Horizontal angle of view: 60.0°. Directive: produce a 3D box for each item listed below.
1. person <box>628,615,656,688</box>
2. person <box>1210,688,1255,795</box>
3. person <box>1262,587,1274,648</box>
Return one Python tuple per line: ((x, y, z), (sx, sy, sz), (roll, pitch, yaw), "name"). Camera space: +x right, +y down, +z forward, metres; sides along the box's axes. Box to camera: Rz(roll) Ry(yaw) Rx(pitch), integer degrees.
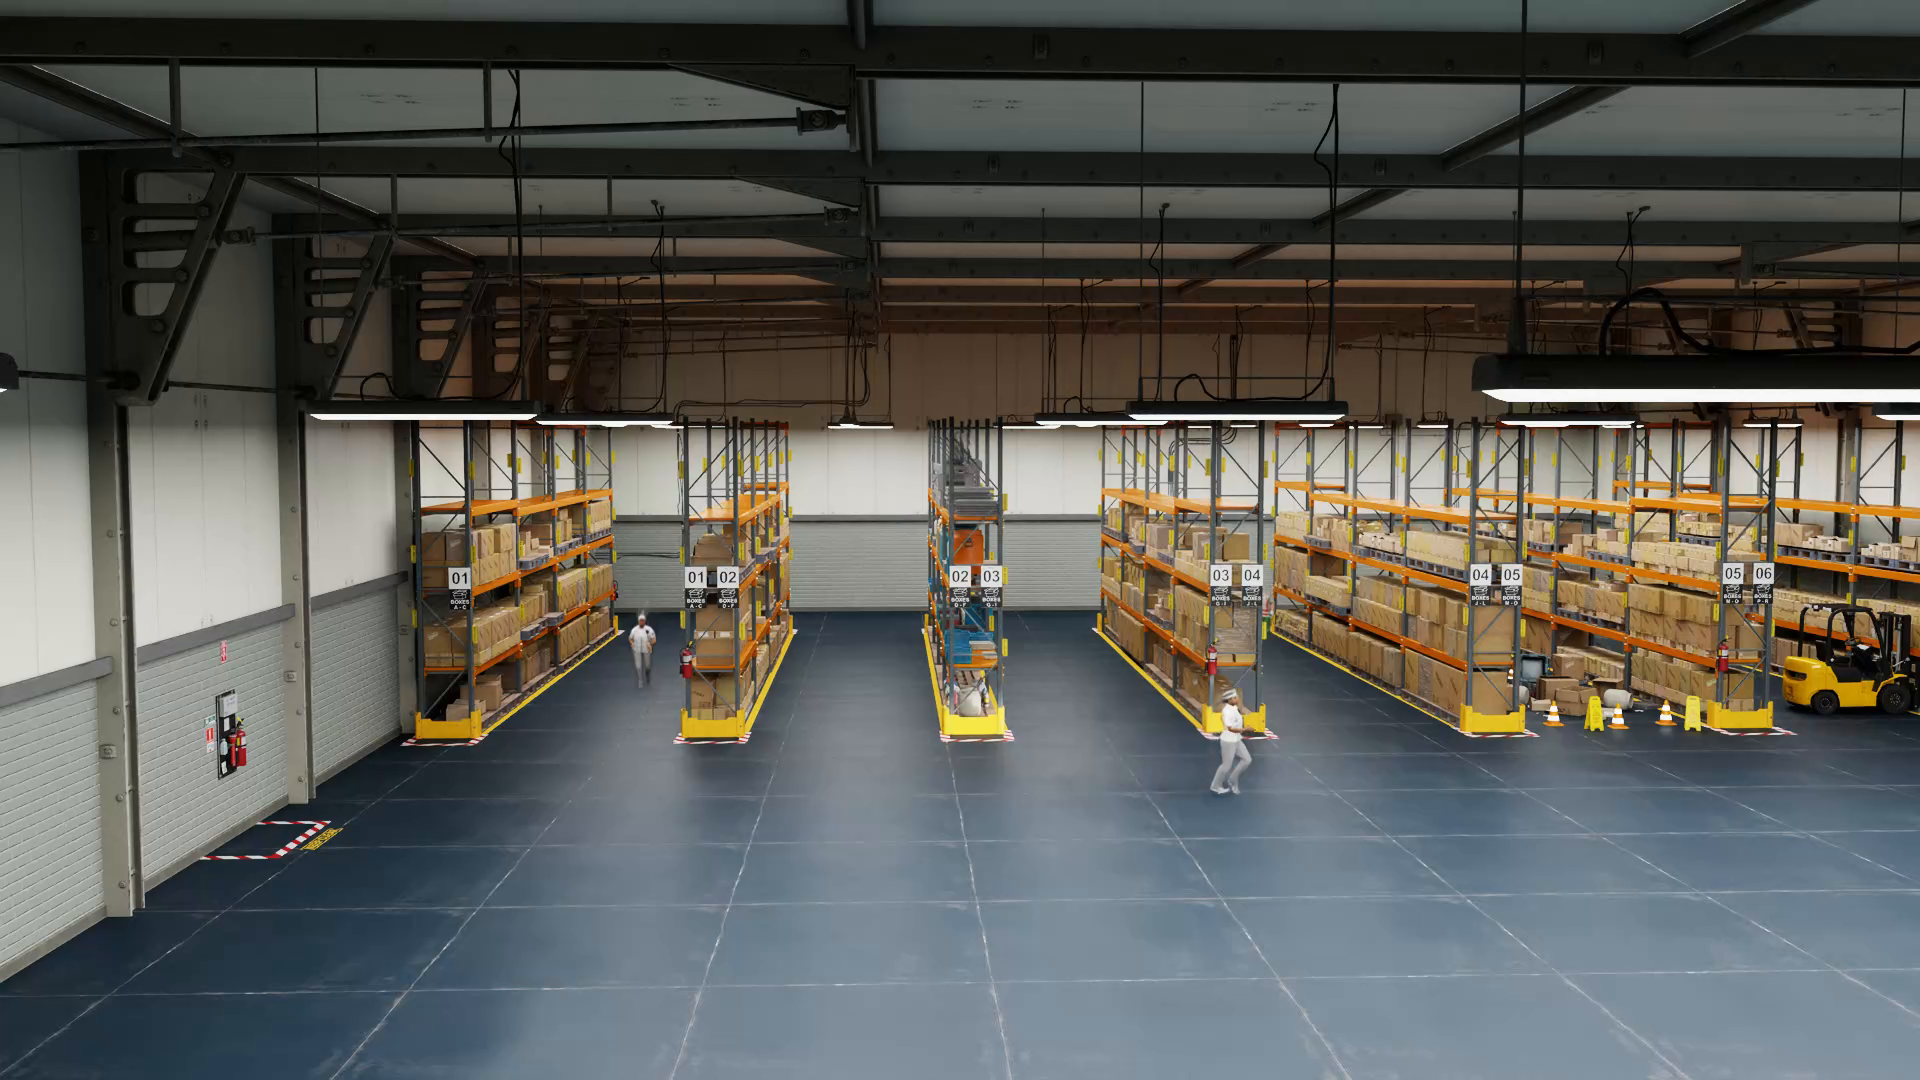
((-7.111, 2.489, 37.170), (0.605, 1.615, 0.578), (-1, 4, -8), "person")
((4.290, 3.176, 26.128), (0.688, 1.701, 0.544), (2, 4, 27), "person")
((7.871, 2.020, 43.388), (0.670, 1.742, 0.530), (0, 4, 4), "person")
